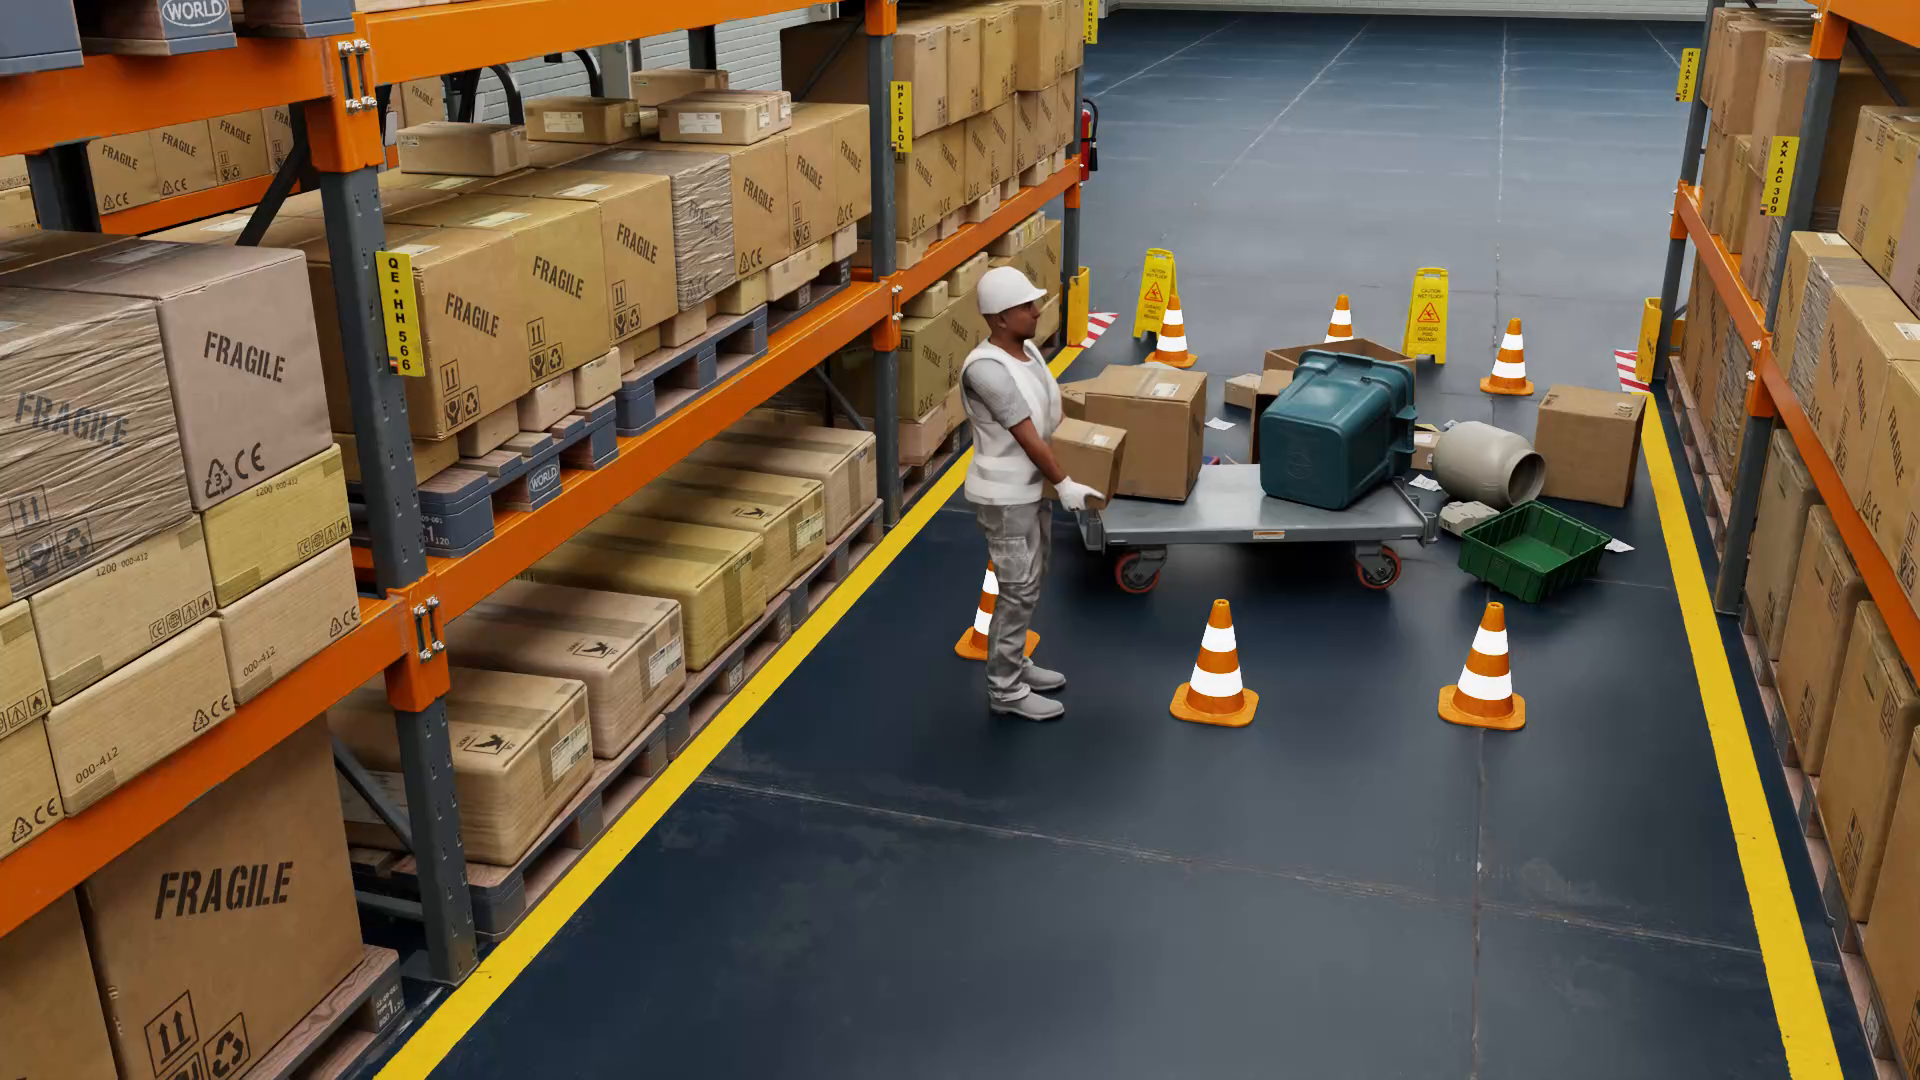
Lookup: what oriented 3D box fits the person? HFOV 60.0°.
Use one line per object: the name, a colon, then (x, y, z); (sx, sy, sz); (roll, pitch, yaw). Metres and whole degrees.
person: (0.313, -0.174, 6.503); (0.580, 1.779, 0.488); (6, 23, 15)
